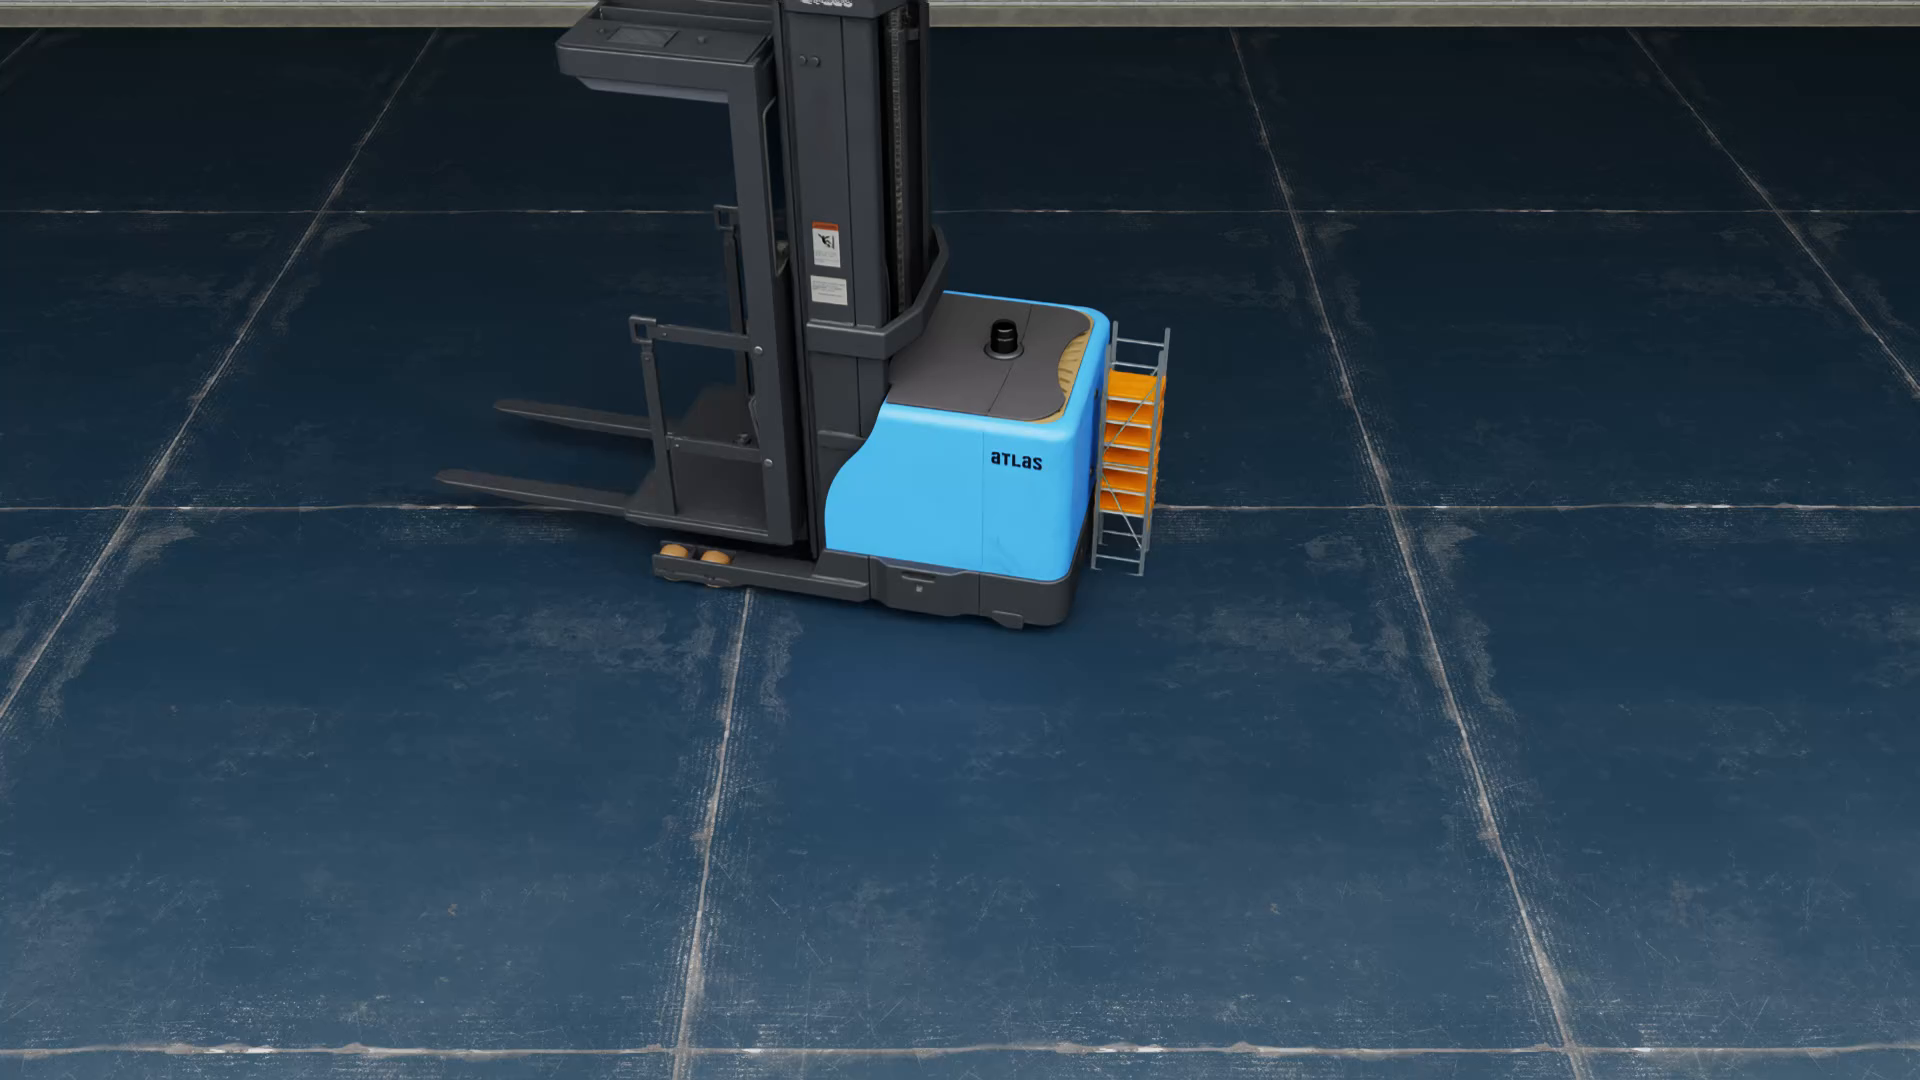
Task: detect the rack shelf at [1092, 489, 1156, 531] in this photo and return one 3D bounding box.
[{"bbox_3d":[0.735,-0.154,7.436,0.258,0.103,0.180,9,40,10],"label":"rack shelf"}]

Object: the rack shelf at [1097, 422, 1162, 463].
[{"bbox_3d":[0.737,-0.434,7.210,0.258,0.103,0.180,9,40,10],"label":"rack shelf"}]

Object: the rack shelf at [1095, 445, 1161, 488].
[{"bbox_3d":[0.736,-0.341,7.286,0.258,0.103,0.180,9,40,10],"label":"rack shelf"}]

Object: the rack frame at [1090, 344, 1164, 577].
[{"bbox_3d":[0.715,-0.320,7.188,0.240,1.200,0.006,9,40,10],"label":"rack frame"}]

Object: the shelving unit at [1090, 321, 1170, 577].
[{"bbox_3d":[0.736,-0.375,7.258,0.258,1.200,0.189,9,40,10],"label":"shelving unit"}]

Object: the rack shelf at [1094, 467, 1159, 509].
[{"bbox_3d":[0.736,-0.247,7.361,0.258,0.103,0.180,9,40,10],"label":"rack shelf"}]

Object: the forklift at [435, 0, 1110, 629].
[{"bbox_3d":[-0.902,-1.241,6.955,3.031,2.935,1.130,8,39,10],"label":"forklift"}]

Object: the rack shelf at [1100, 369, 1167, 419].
[{"bbox_3d":[0.738,-0.621,7.060,0.258,0.103,0.180,9,40,10],"label":"rack shelf"}]

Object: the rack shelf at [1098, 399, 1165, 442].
[{"bbox_3d":[0.737,-0.528,7.135,0.258,0.103,0.180,9,40,10],"label":"rack shelf"}]

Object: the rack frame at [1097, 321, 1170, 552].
[{"bbox_3d":[0.757,-0.431,7.327,0.240,1.200,0.006,9,40,10],"label":"rack frame"}]
